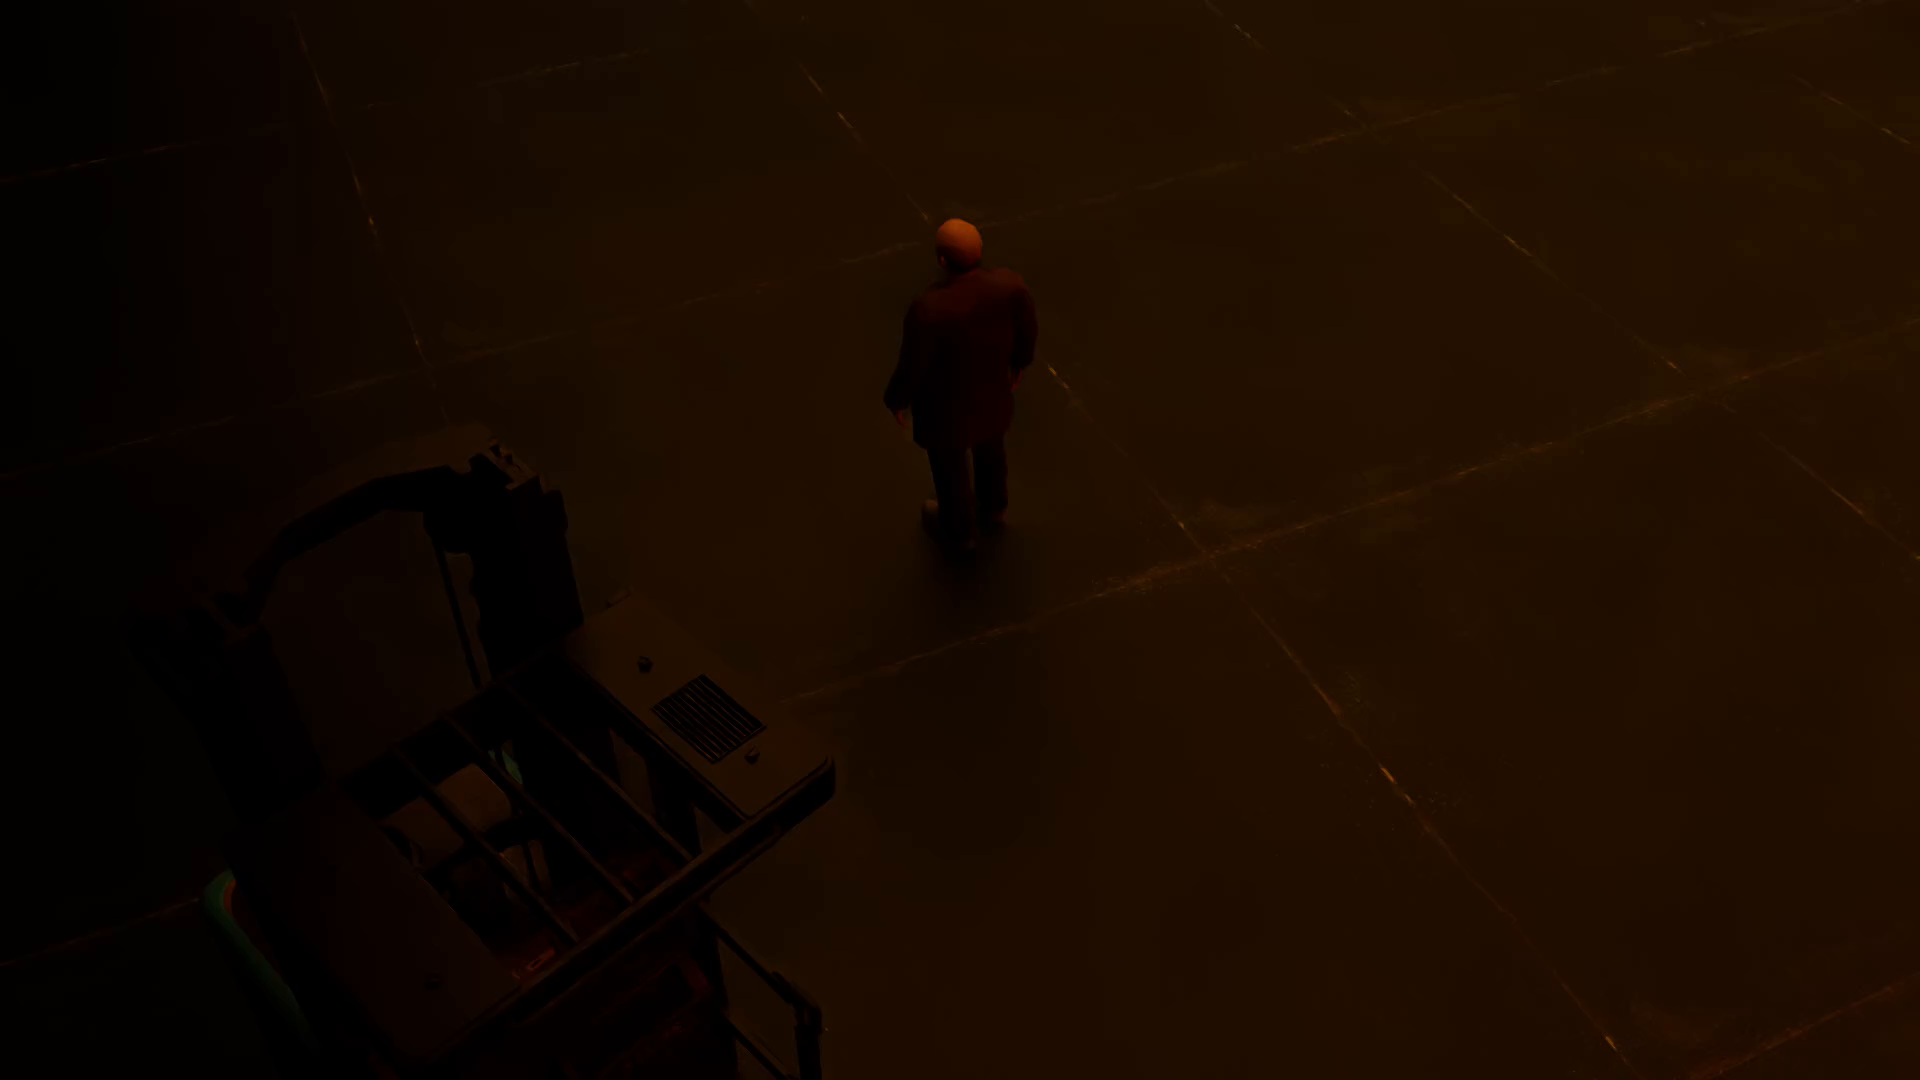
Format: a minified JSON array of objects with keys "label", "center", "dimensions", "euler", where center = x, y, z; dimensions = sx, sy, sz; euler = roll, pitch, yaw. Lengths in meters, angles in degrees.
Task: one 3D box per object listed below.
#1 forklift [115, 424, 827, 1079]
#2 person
[{"label":"forklift","center":[-0.987,1.281,4.308],"dimensions":[1.130,2.935,3.031],"euler":[-32,52,-30]},{"label":"person","center":[-0.034,-0.713,7.279],"dimensions":[0.694,1.776,0.580],"euler":[-18,46,-18]}]
